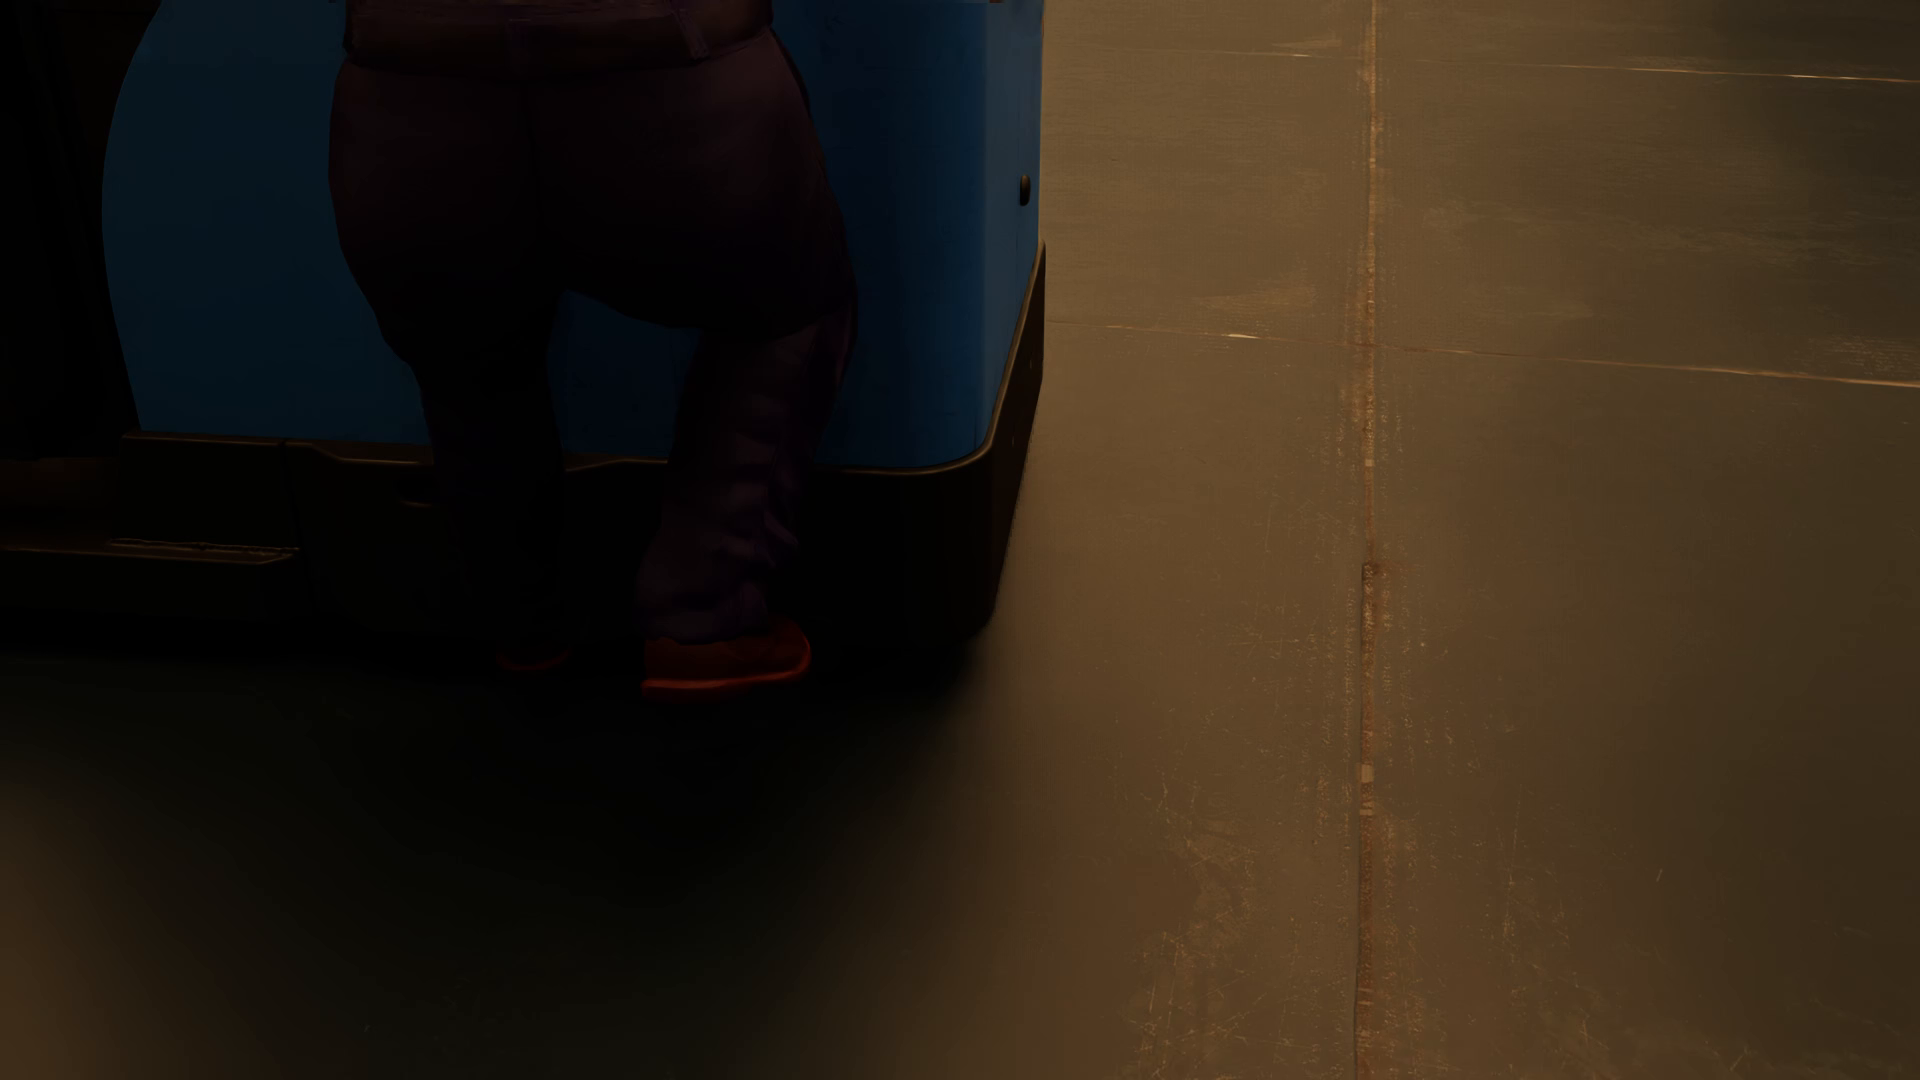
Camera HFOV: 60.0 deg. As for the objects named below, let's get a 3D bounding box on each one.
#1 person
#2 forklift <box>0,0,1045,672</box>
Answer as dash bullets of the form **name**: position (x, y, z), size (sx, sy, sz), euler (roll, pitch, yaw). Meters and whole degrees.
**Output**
- **person**: position (-0.377, -0.471, 1.664), size (0.957, 1.543, 0.763), euler (1, 27, 1)
- **forklift**: position (-1.412, -1.419, 2.060), size (3.031, 2.935, 1.130), euler (3, 27, 6)
